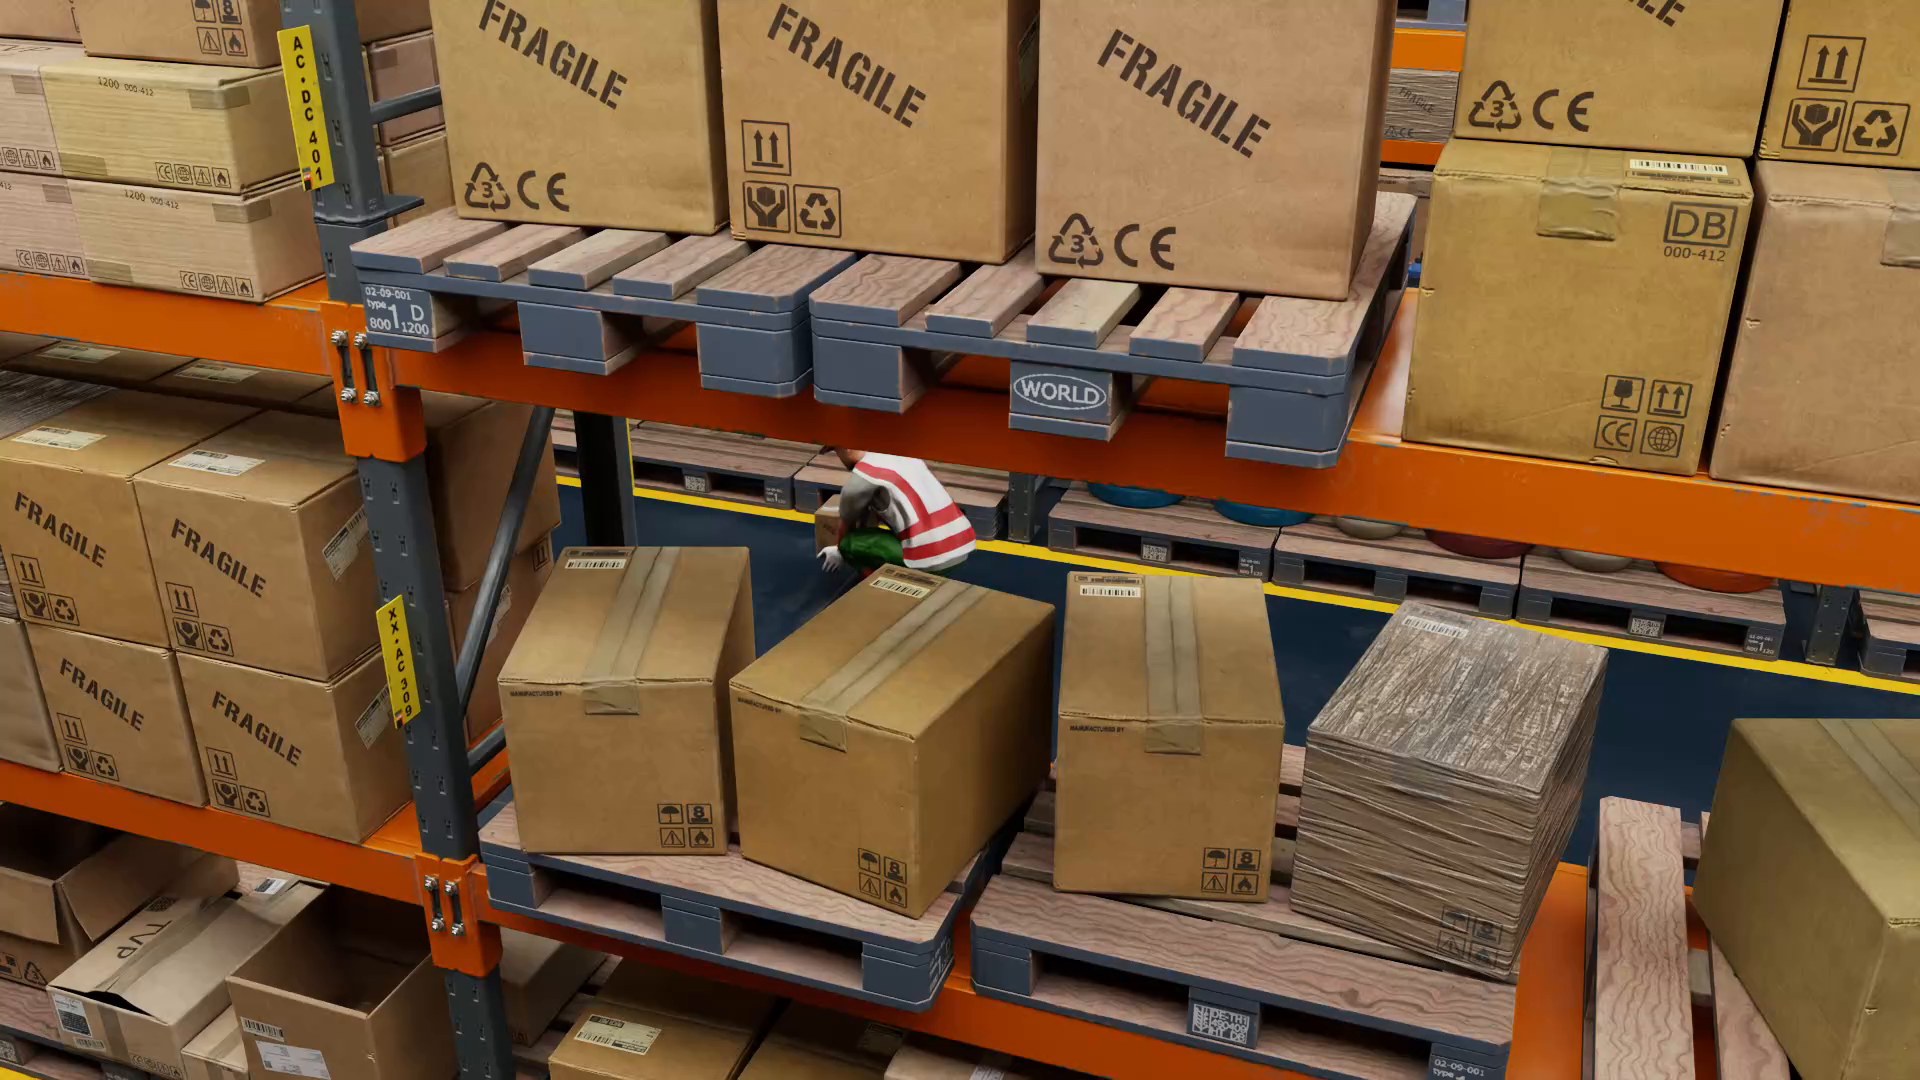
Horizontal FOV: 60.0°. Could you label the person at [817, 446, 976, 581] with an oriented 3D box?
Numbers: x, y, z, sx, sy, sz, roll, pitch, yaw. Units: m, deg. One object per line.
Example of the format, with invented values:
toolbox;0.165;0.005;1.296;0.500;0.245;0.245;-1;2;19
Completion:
person;-0.357;-0.117;8.264;0.929;0.992;0.554;22;33;38
